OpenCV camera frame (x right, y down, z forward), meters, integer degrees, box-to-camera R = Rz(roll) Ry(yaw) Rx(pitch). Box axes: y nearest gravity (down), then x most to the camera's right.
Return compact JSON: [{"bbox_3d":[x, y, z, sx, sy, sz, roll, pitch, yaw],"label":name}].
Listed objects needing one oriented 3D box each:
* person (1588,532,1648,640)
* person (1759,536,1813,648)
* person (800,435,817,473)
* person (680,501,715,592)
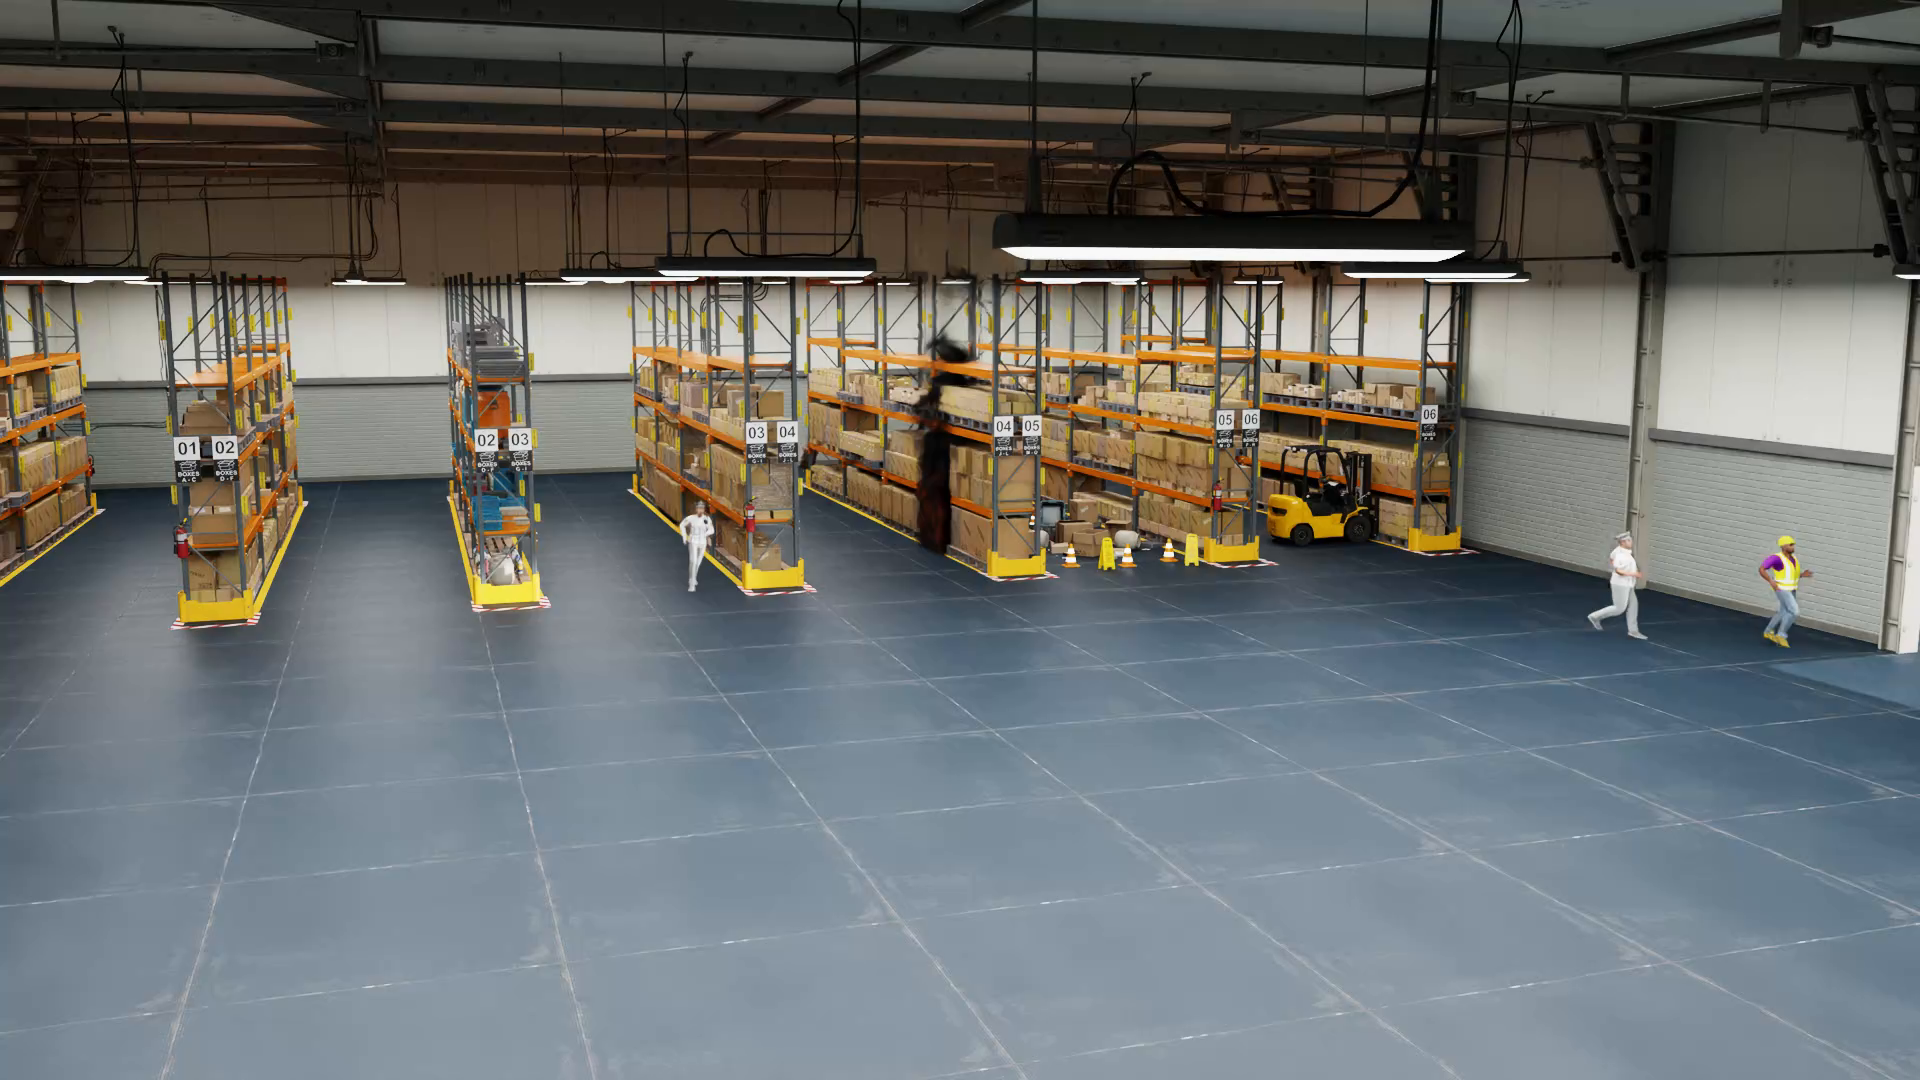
[{"bbox_3d":[10.879,0.739,27.383,0.944,1.790,0.664,5,10,28],"label":"person"},{"bbox_3d":[13.293,0.839,26.748,0.674,1.809,0.696,-6,11,-35],"label":"person"},{"bbox_3d":[-4.422,-2.554,49.286,0.584,1.737,0.675,-6,10,-33],"label":"person"},{"bbox_3d":[-5.032,0.103,31.943,0.621,1.732,0.770,-4,9,-24],"label":"person"}]
